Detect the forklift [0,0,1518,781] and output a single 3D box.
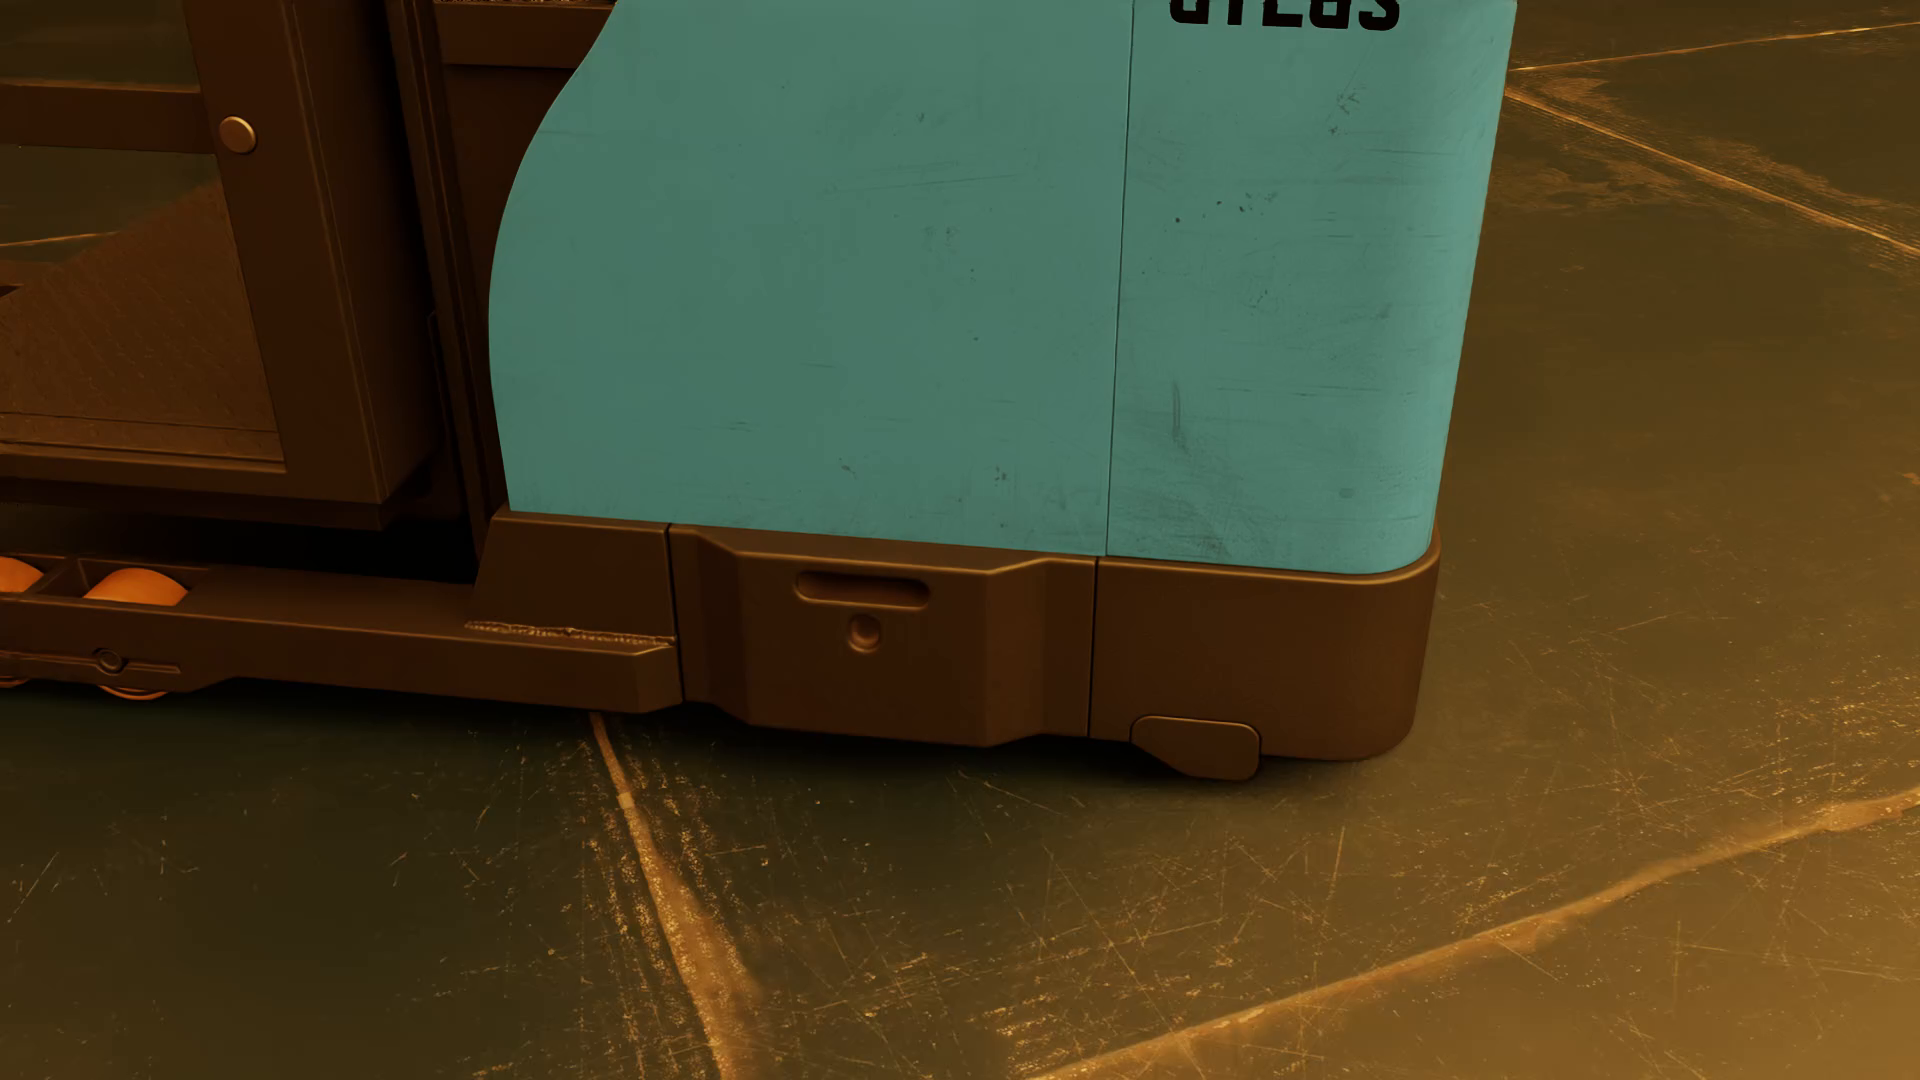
[{"bbox_3d":[-0.892,-1.321,1.857,3.031,2.935,1.130,4,30,8],"label":"forklift"}]
